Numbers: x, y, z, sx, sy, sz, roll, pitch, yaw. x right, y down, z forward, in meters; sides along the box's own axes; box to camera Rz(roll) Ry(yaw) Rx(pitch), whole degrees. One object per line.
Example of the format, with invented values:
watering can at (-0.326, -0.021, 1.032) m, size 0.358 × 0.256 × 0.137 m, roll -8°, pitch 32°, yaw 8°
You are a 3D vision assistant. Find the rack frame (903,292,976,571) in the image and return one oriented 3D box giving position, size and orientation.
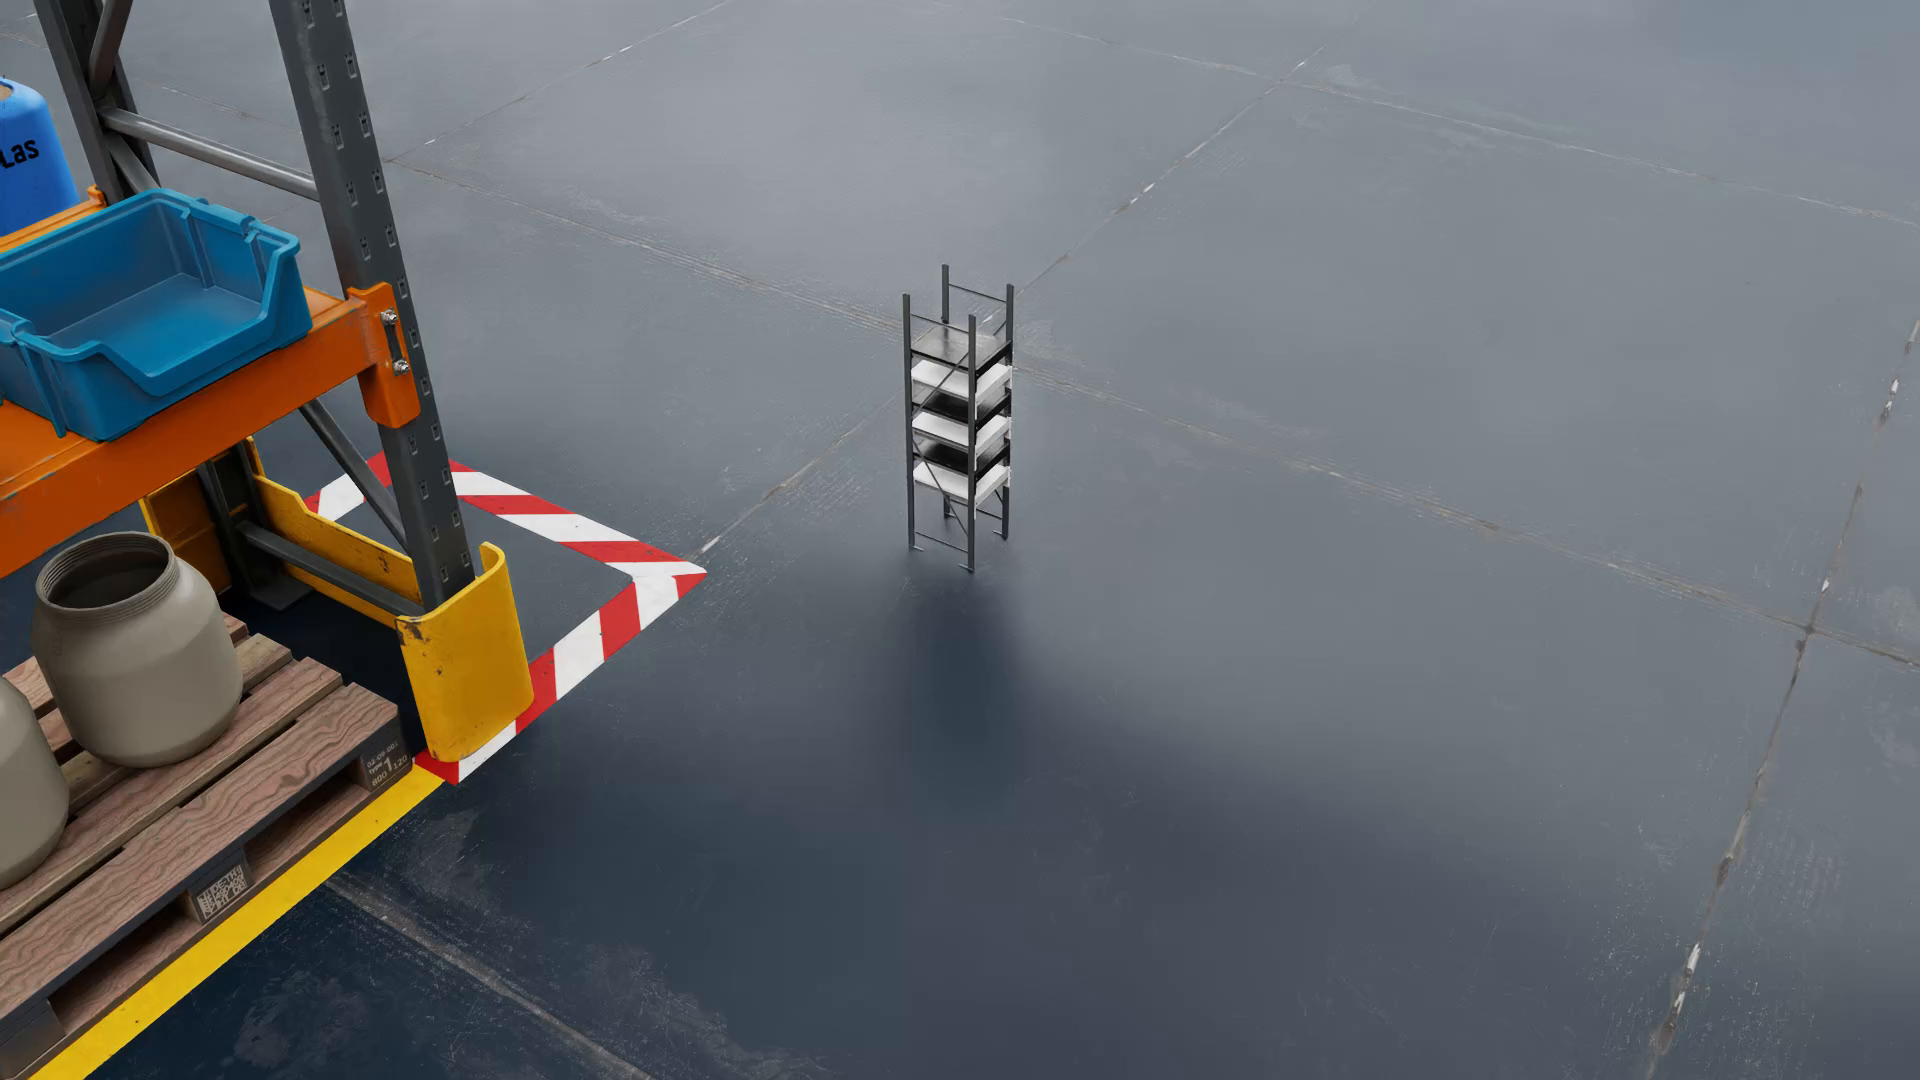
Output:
rack frame at (-0.059, -0.300, 4.902) m, size 0.240 × 0.900 × 0.006 m, roll 21°, pitch 42°, yaw 25°

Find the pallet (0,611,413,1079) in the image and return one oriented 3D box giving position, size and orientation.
pallet at (-2.196, 0.668, 4.211) m, size 1.003 × 0.211 × 1.213 m, roll 21°, pitch 42°, yaw 25°

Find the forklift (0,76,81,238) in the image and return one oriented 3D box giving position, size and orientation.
forklift at (-4.198, -1.182, 4.382) m, size 1.130 × 2.935 × 3.031 m, roll 22°, pitch 43°, yaw 26°

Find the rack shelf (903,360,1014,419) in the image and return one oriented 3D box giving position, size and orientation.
rack shelf at (-0.004, -0.468, 4.880) m, size 0.258 × 0.077 × 0.200 m, roll 21°, pitch 42°, yaw 25°

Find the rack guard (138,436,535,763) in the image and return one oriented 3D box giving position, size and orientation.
rack guard at (-1.756, 0.136, 4.664) m, size 1.175 × 0.500 × 0.348 m, roll 21°, pitch 42°, yaw 25°

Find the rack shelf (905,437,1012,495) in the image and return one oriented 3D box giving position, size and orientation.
rack shelf at (-0.004, -0.255, 5.045) m, size 0.258 × 0.077 × 0.200 m, roll 21°, pitch 42°, yaw 25°

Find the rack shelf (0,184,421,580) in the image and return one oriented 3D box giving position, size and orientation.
rack shelf at (-2.827, 0.408, 2.853) m, size 1.077 × 0.370 × 4.000 m, roll 21°, pitch 42°, yaw 25°

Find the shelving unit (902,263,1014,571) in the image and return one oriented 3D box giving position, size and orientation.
shelving unit at (-0.004, -0.352, 4.970) m, size 0.258 × 0.900 × 0.210 m, roll 21°, pitch 42°, yaw 25°

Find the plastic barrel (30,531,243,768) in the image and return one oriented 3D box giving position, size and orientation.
plastic barrel at (-2.043, 0.275, 4.130) m, size 0.421 × 0.512 × 0.421 m, roll 0°, pitch 38°, yaw 0°

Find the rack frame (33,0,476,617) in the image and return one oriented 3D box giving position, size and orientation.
rack frame at (-1.755, -0.908, 3.971) m, size 1.000 × 3.000 × 0.127 m, roll 21°, pitch 42°, yaw 25°

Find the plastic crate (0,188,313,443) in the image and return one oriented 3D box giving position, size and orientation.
plastic crate at (-1.771, -0.493, 3.555) m, size 0.499 × 0.251 × 0.616 m, roll 21°, pitch 42°, yaw 25°

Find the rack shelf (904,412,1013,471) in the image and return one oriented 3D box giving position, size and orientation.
rack shelf at (-0.004, -0.326, 4.990) m, size 0.258 × 0.077 × 0.200 m, roll 21°, pitch 42°, yaw 25°

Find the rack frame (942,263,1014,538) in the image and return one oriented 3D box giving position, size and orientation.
rack frame at (0.050, -0.405, 5.038) m, size 0.240 × 0.900 × 0.006 m, roll 21°, pitch 42°, yaw 25°

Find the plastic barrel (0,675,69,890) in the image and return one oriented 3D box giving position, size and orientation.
plastic barrel at (-2.312, 0.533, 3.795) m, size 0.421 × 0.512 × 0.421 m, roll 0°, pitch 38°, yaw 0°

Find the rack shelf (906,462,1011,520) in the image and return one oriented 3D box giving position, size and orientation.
rack shelf at (-0.004, -0.183, 5.100) m, size 0.258 × 0.077 × 0.200 m, roll 21°, pitch 42°, yaw 25°

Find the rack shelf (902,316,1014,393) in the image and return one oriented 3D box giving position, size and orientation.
rack shelf at (-0.004, -0.540, 4.825) m, size 0.258 × 0.077 × 0.200 m, roll 21°, pitch 42°, yaw 25°

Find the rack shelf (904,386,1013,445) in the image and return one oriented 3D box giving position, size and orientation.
rack shelf at (-0.004, -0.397, 4.935) m, size 0.258 × 0.077 × 0.200 m, roll 21°, pitch 42°, yaw 25°
